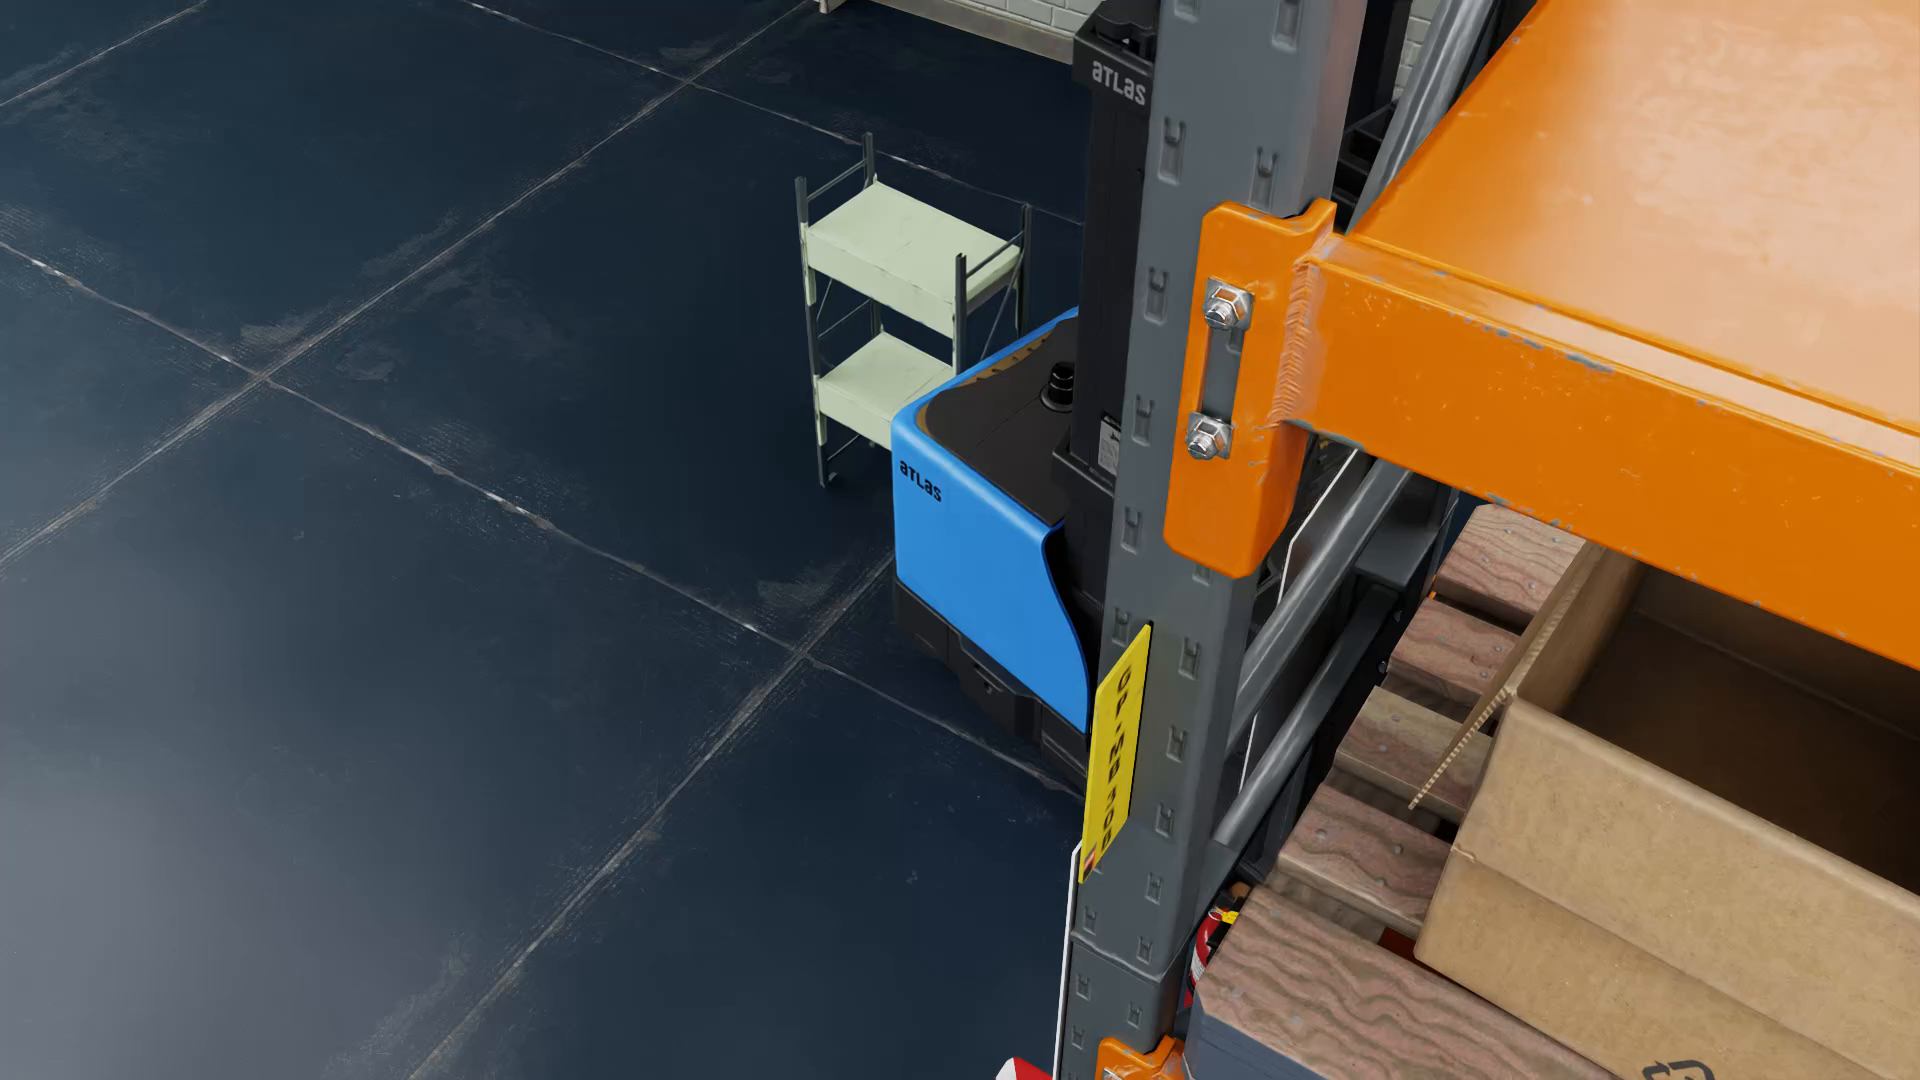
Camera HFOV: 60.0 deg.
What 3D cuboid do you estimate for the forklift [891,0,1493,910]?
[{"bbox_3d":[1.109,-0.148,4.850,1.130,2.935,3.031,-33,54,-28],"label":"forklift"}]

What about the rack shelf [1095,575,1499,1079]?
[{"bbox_3d":[2.143,1.248,1.856,4.000,0.370,1.077,25,51,22],"label":"rack shelf"}]

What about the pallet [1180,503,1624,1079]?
[{"bbox_3d":[1.041,0.543,2.101,1.213,0.211,1.003,25,51,22],"label":"pallet"}]

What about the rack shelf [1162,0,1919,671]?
[{"bbox_3d":[2.143,0.342,0.923,4.000,0.370,1.077,25,51,22],"label":"rack shelf"}]

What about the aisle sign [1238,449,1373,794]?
[{"bbox_3d":[0.563,0.160,2.691,0.004,0.787,0.394,25,51,22],"label":"aisle sign"}]

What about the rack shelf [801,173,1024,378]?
[{"bbox_3d":[-0.168,-0.972,6.104,0.720,0.370,0.431,30,53,26],"label":"rack shelf"}]

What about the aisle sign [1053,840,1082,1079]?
[{"bbox_3d":[0.239,0.522,2.339,0.004,0.787,0.394,25,51,22],"label":"aisle sign"}]

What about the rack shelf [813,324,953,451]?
[{"bbox_3d":[-0.168,-0.472,6.618,0.720,0.370,0.431,30,53,26],"label":"rack shelf"}]

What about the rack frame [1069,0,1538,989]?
[{"bbox_3d":[0.460,-0.822,1.274,0.127,3.000,1.000,25,51,22],"label":"rack frame"}]

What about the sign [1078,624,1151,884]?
[{"bbox_3d":[0.155,0.224,1.685,0.005,0.325,0.100,25,51,22],"label":"sign"}]

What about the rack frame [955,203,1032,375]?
[{"bbox_3d":[0.118,-0.535,6.224,0.023,1.500,0.400,30,53,26],"label":"rack frame"}]

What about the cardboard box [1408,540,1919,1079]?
[{"bbox_3d":[0.941,0.217,1.894,0.637,0.503,0.797,28,52,25],"label":"cardboard box"}]

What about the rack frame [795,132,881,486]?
[{"bbox_3d":[-0.454,-0.864,6.544,0.023,1.500,0.400,30,53,26],"label":"rack frame"}]

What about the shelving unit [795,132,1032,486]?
[{"bbox_3d":[-0.168,-0.700,6.384,0.755,1.500,0.431,30,53,26],"label":"shelving unit"}]

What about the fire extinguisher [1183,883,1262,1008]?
[{"bbox_3d":[0.611,0.969,3.771,0.183,0.674,0.296,25,51,22],"label":"fire extinguisher"}]

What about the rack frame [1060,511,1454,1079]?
[{"bbox_3d":[0.460,1.268,3.426,0.127,3.000,1.000,25,51,22],"label":"rack frame"}]
